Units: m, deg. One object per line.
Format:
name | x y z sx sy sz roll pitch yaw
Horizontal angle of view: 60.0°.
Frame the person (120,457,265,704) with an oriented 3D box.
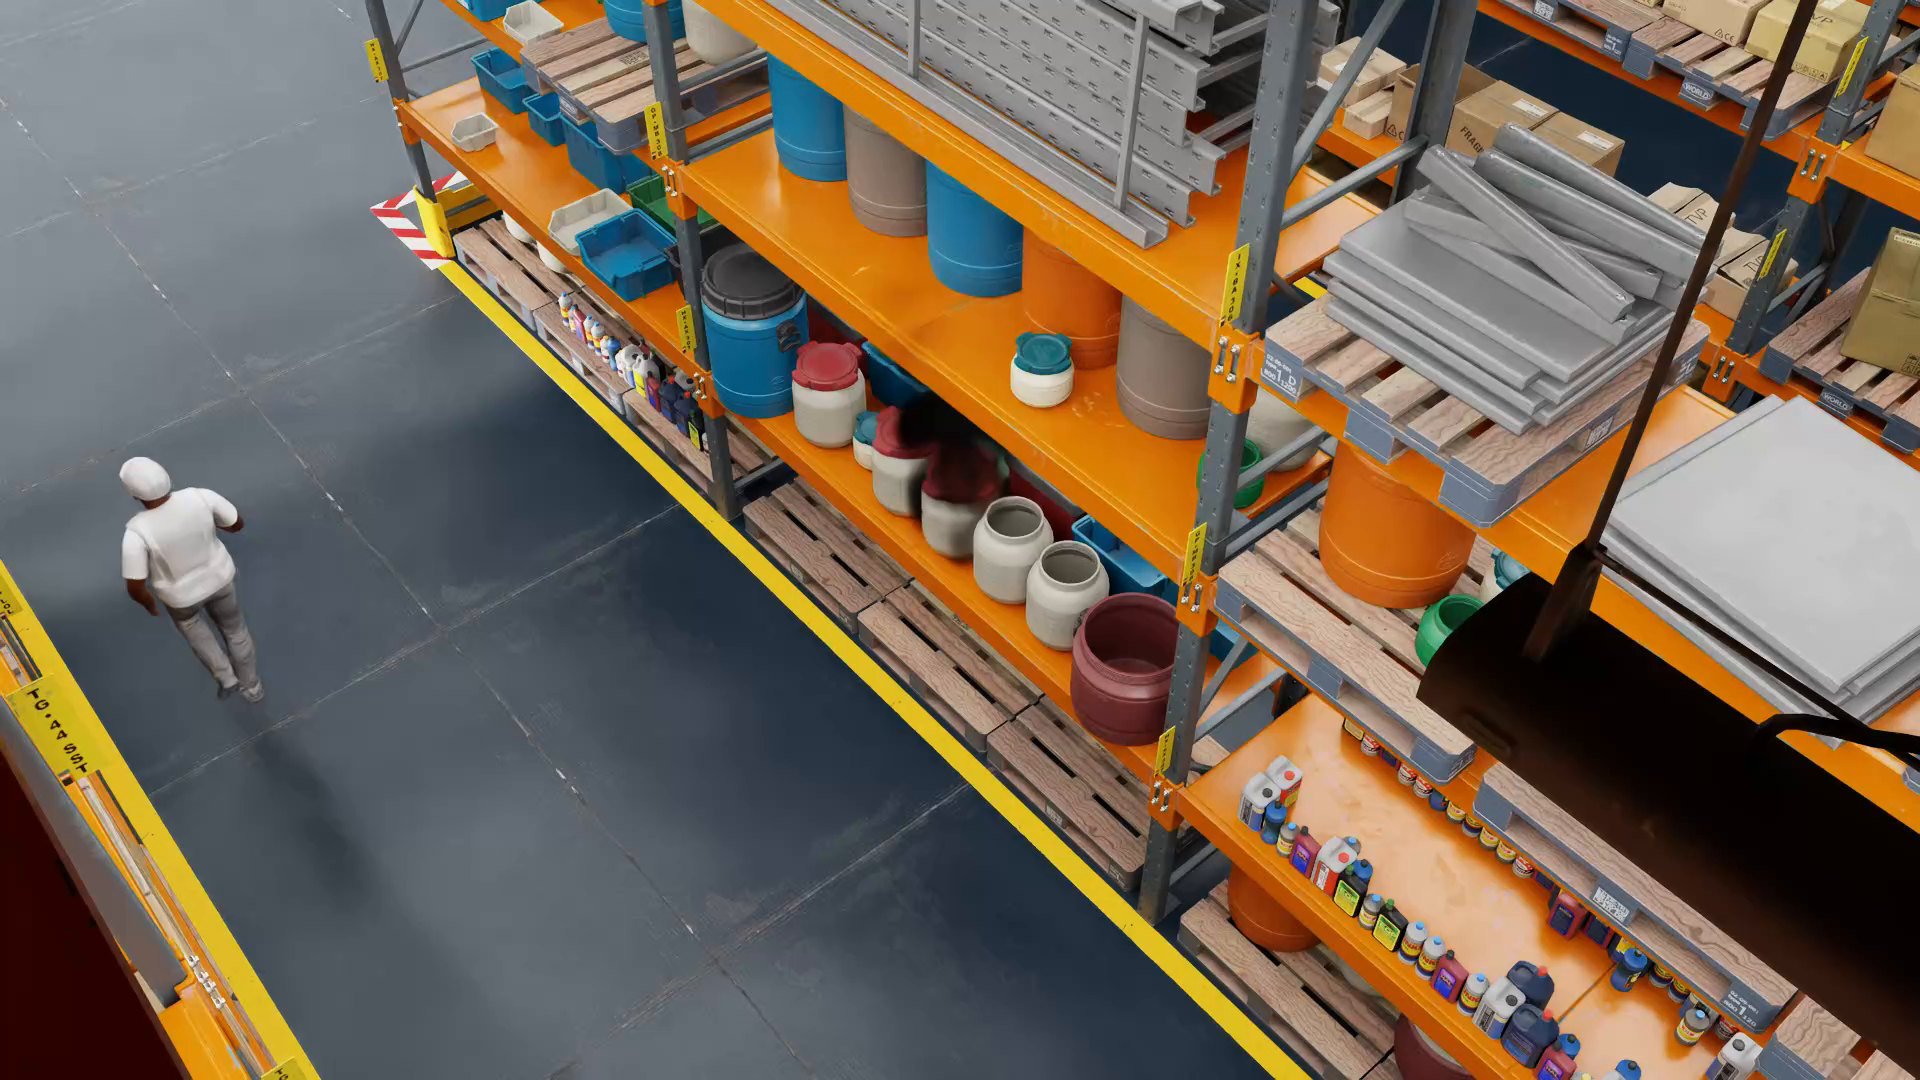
person | -4.249 0.203 9.211 0.697 1.782 0.591 -33 55 -27
